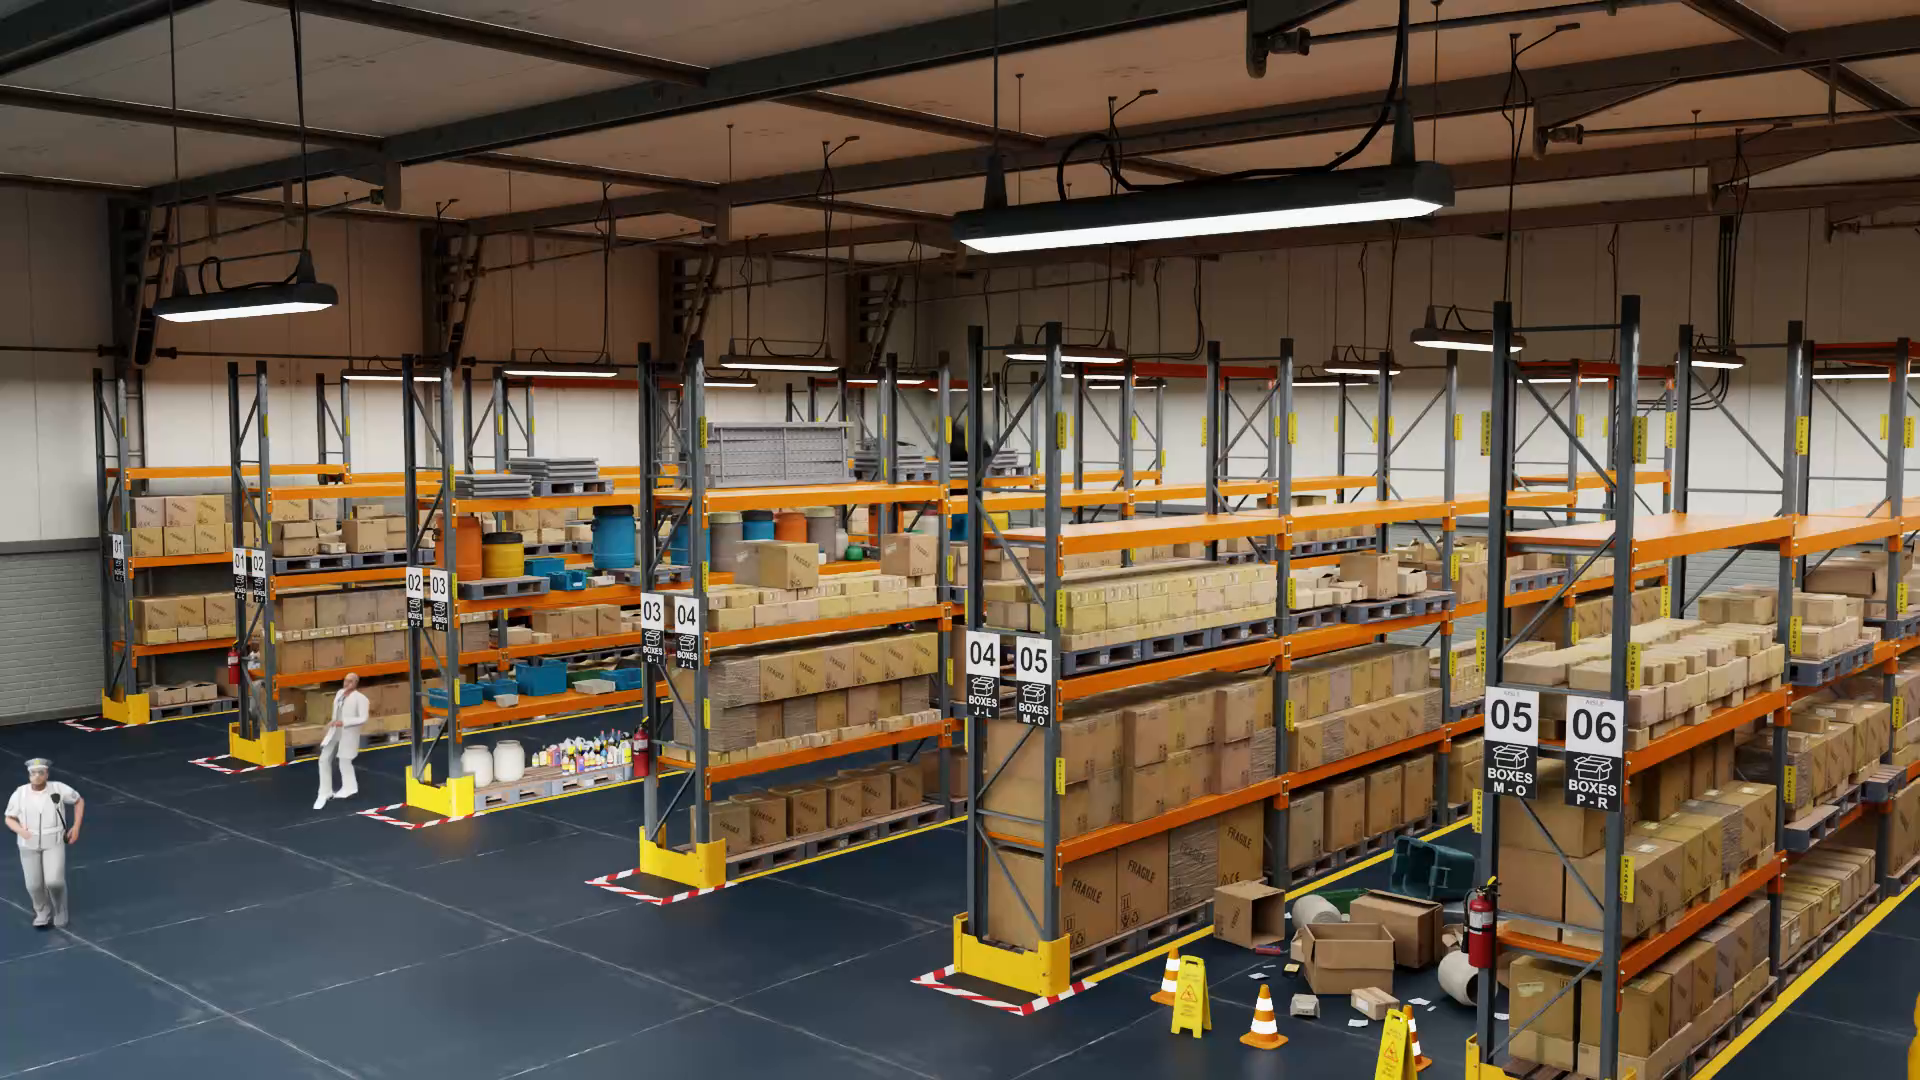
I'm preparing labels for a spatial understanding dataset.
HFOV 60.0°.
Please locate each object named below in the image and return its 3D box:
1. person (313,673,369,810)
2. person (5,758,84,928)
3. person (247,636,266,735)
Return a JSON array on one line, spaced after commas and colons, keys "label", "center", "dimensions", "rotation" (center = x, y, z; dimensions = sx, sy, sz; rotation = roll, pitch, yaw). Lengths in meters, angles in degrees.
[{"label": "person", "center": [-8.183, 2.652, 22.162], "dimensions": [0.690, 1.770, 0.822], "rotation": [1, 4, 13]}, {"label": "person", "center": [-9.204, 3.063, 16.713], "dimensions": [0.684, 1.776, 0.658], "rotation": [-2, 5, -22]}, {"label": "person", "center": [-11.238, 2.380, 26.602], "dimensions": [0.603, 1.719, 0.678], "rotation": [3, 5, 38]}]
